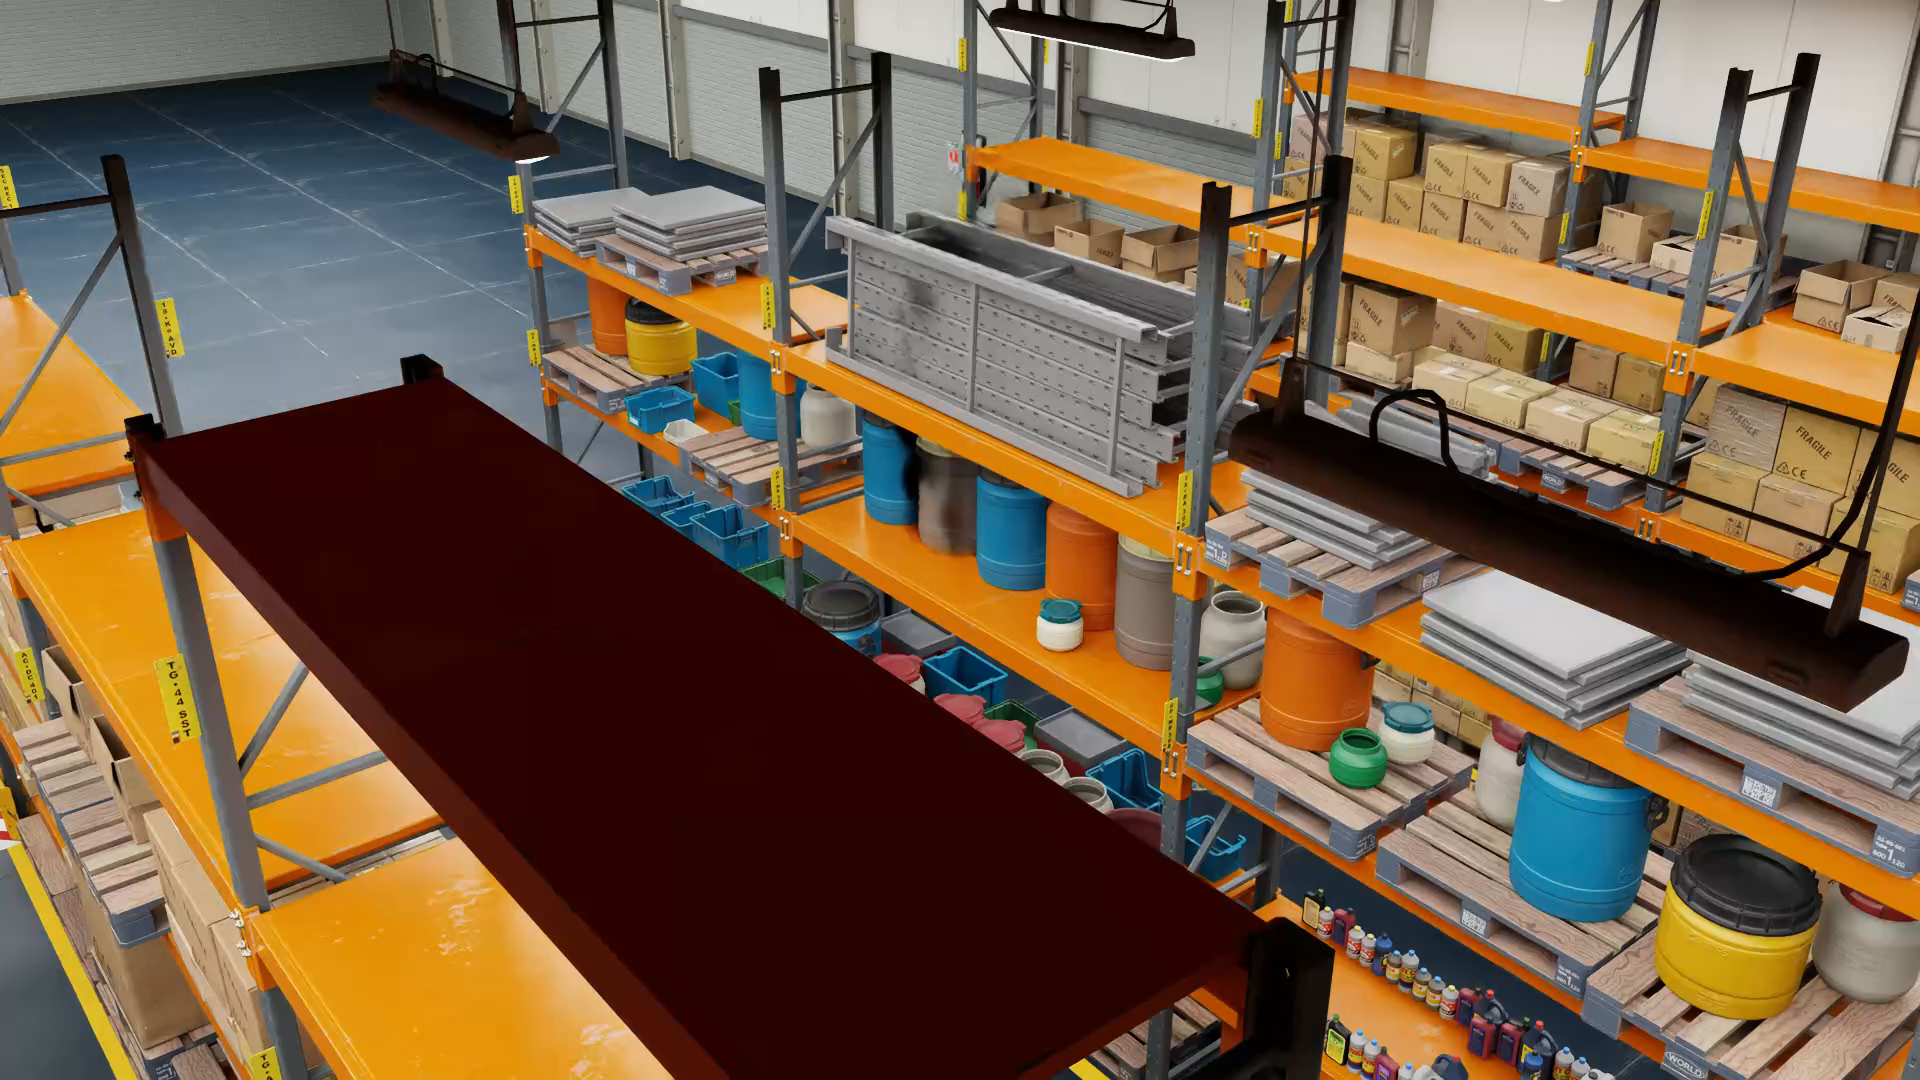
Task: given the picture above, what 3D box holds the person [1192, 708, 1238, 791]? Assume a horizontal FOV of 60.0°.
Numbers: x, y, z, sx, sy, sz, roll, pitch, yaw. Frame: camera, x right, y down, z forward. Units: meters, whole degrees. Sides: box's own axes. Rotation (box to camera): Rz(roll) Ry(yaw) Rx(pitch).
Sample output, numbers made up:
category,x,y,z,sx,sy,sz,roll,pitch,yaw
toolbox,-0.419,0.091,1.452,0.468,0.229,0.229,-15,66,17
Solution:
category,x,y,z,sx,sy,sz,roll,pitch,yaw
person,2.177,1.339,12.964,0.724,1.646,0.565,19,32,34
